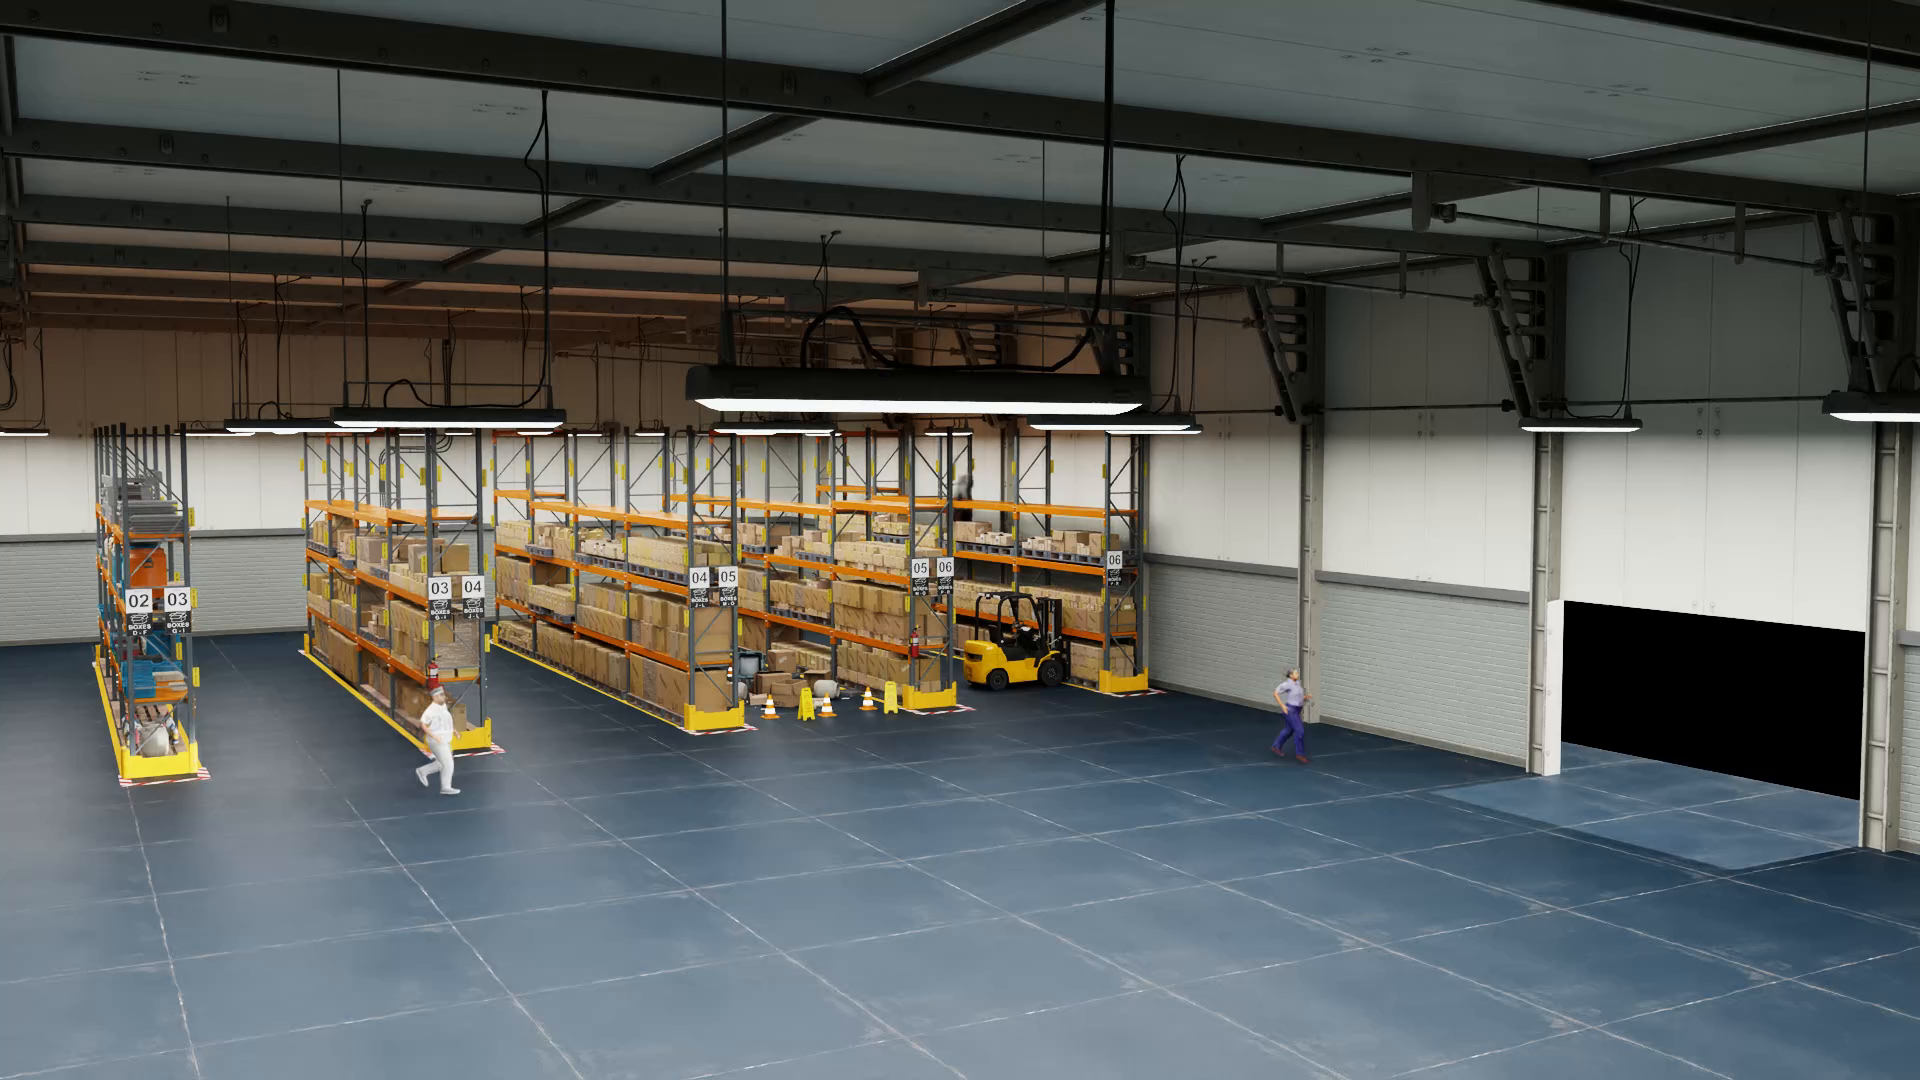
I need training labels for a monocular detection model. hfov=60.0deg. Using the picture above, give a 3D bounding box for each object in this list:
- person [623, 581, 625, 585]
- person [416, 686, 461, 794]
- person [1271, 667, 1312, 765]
[{"bbox_3d":[-10.082,1.931,50.030,0.493,1.541,0.576,-2,4,-33],"label":"person"},{"bbox_3d":[-8.445,3.224,26.815,0.792,1.727,0.699,0,3,7],"label":"person"},{"bbox_3d":[5.895,3.113,29.544,0.797,1.687,0.587,2,4,29],"label":"person"}]
